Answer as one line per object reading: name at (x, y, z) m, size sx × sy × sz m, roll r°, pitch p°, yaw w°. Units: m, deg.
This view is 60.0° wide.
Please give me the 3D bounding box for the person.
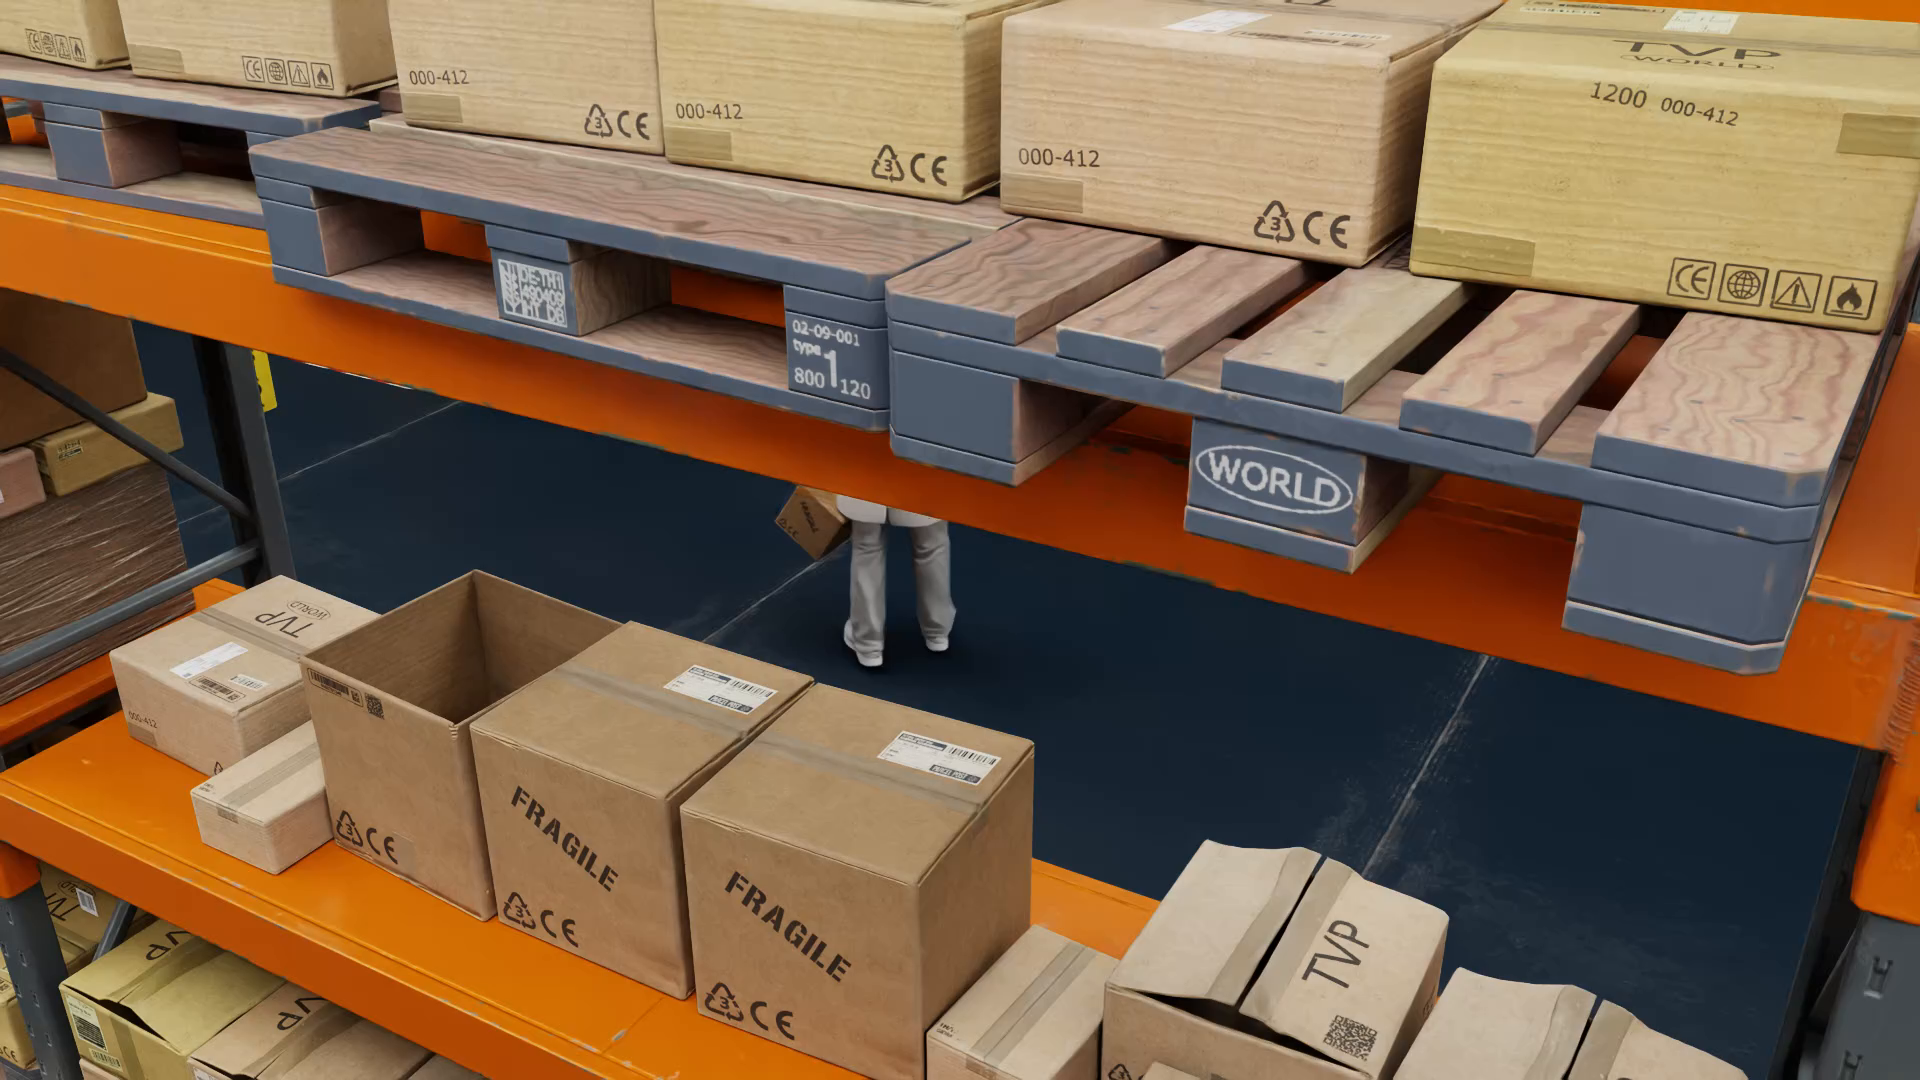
person at (-0.260, -0.359, 6.814) m, size 0.582 × 1.782 × 0.568 m, roll 8°, pitch 27°, yaw 16°
